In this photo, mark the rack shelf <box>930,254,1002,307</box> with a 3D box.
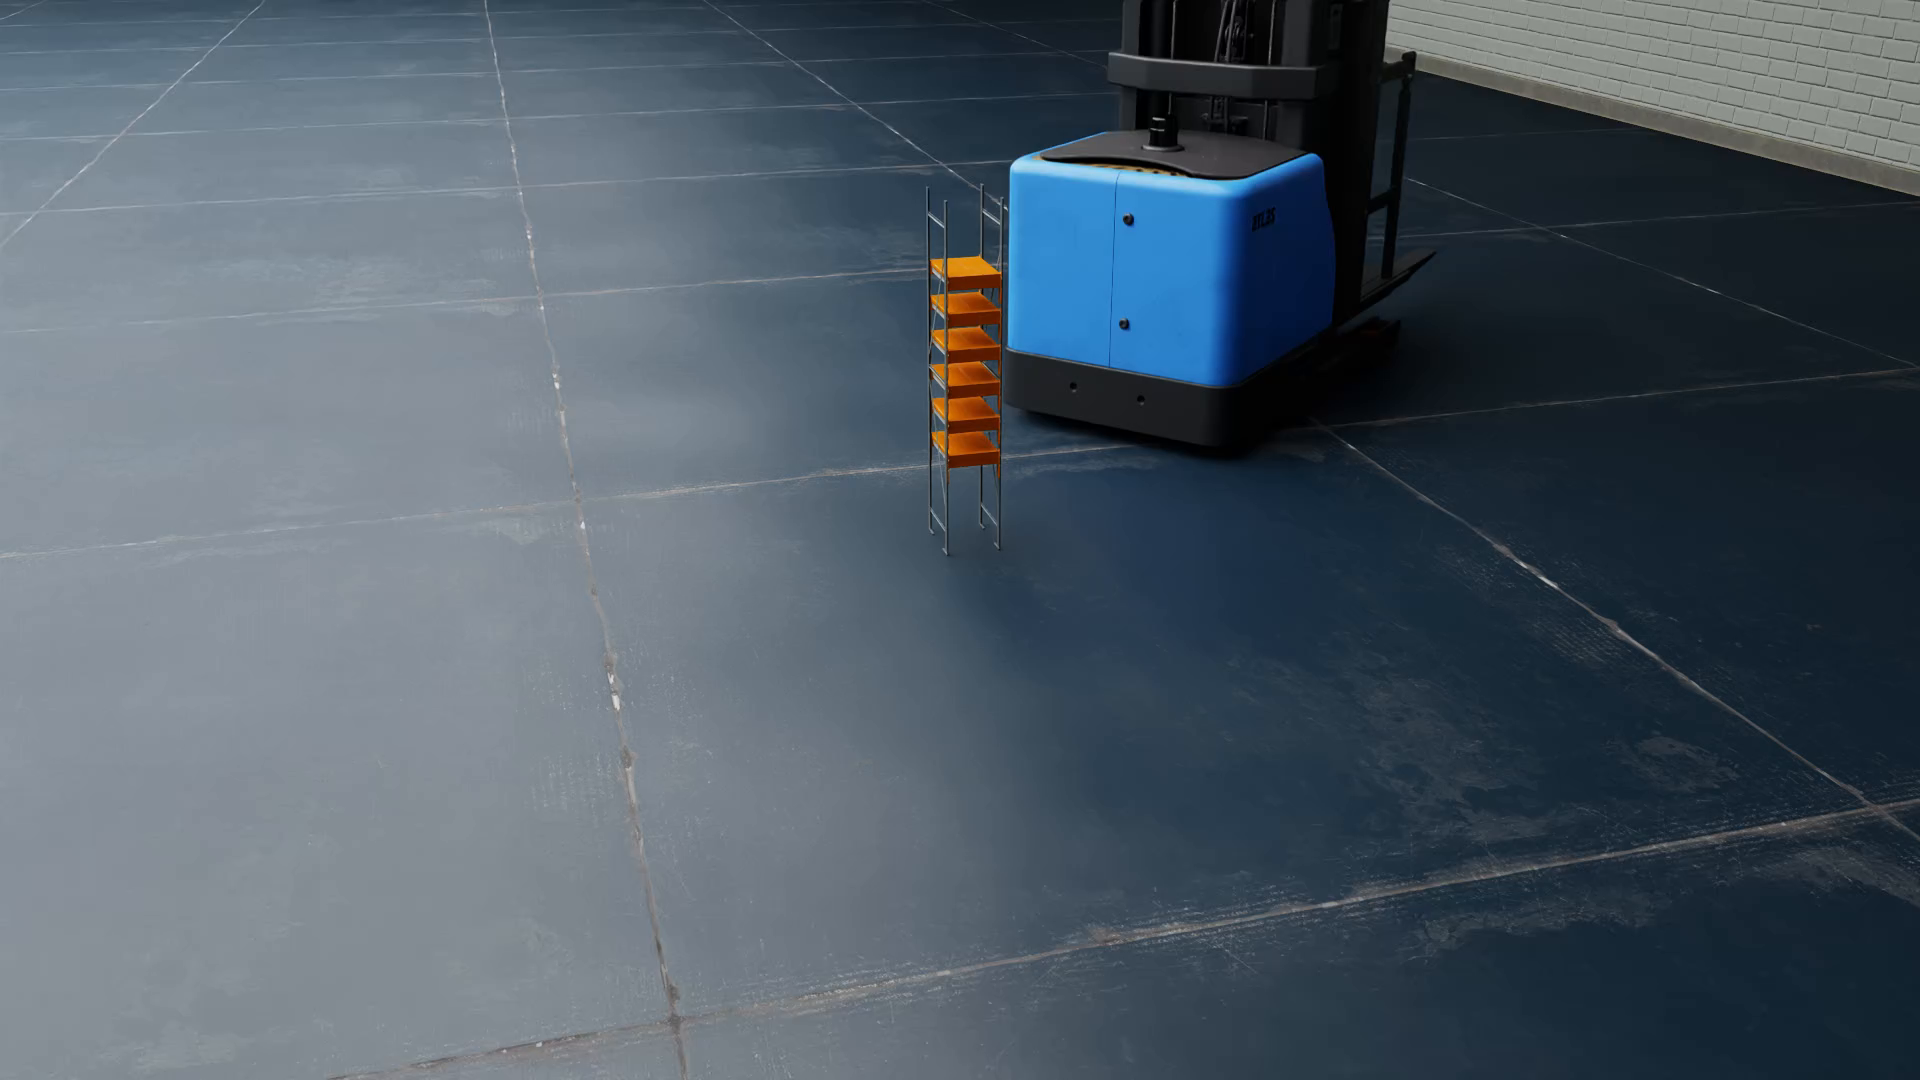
[{"bbox_3d":[0.014,-0.843,5.393,0.180,0.103,0.258,-6,24,-14],"label":"rack shelf"}]

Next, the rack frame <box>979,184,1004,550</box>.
[{"bbox_3d":[0.102,-0.563,5.540,0.006,1.200,0.240,-6,24,-14],"label":"rack frame"}]

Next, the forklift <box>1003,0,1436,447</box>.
[{"bbox_3d":[1.401,-2.237,7.245,1.130,2.935,3.031,14,27,30],"label":"forklift"}]

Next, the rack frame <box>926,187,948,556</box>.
[{"bbox_3d":[-0.074,-0.543,5.494,0.006,1.200,0.240,-6,24,-14],"label":"rack frame"}]

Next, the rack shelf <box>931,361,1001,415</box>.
[{"bbox_3d":[0.014,-0.512,5.535,0.180,0.103,0.258,-6,24,-14],"label":"rack shelf"}]

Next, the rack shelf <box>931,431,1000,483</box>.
[{"bbox_3d":[0.014,-0.292,5.629,0.180,0.103,0.258,-6,24,-14],"label":"rack shelf"}]

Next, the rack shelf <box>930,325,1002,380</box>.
[{"bbox_3d":[0.014,-0.622,5.487,0.180,0.103,0.258,-6,24,-14],"label":"rack shelf"}]

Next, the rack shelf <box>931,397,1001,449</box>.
[{"bbox_3d":[0.014,-0.402,5.582,0.180,0.103,0.258,-6,24,-14],"label":"rack shelf"}]

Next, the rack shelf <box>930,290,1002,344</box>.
[{"bbox_3d":[0.014,-0.733,5.440,0.180,0.103,0.258,-6,24,-14],"label":"rack shelf"}]

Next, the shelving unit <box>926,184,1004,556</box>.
[{"bbox_3d":[0.014,-0.553,5.517,0.189,1.200,0.258,-6,24,-14],"label":"shelving unit"}]
